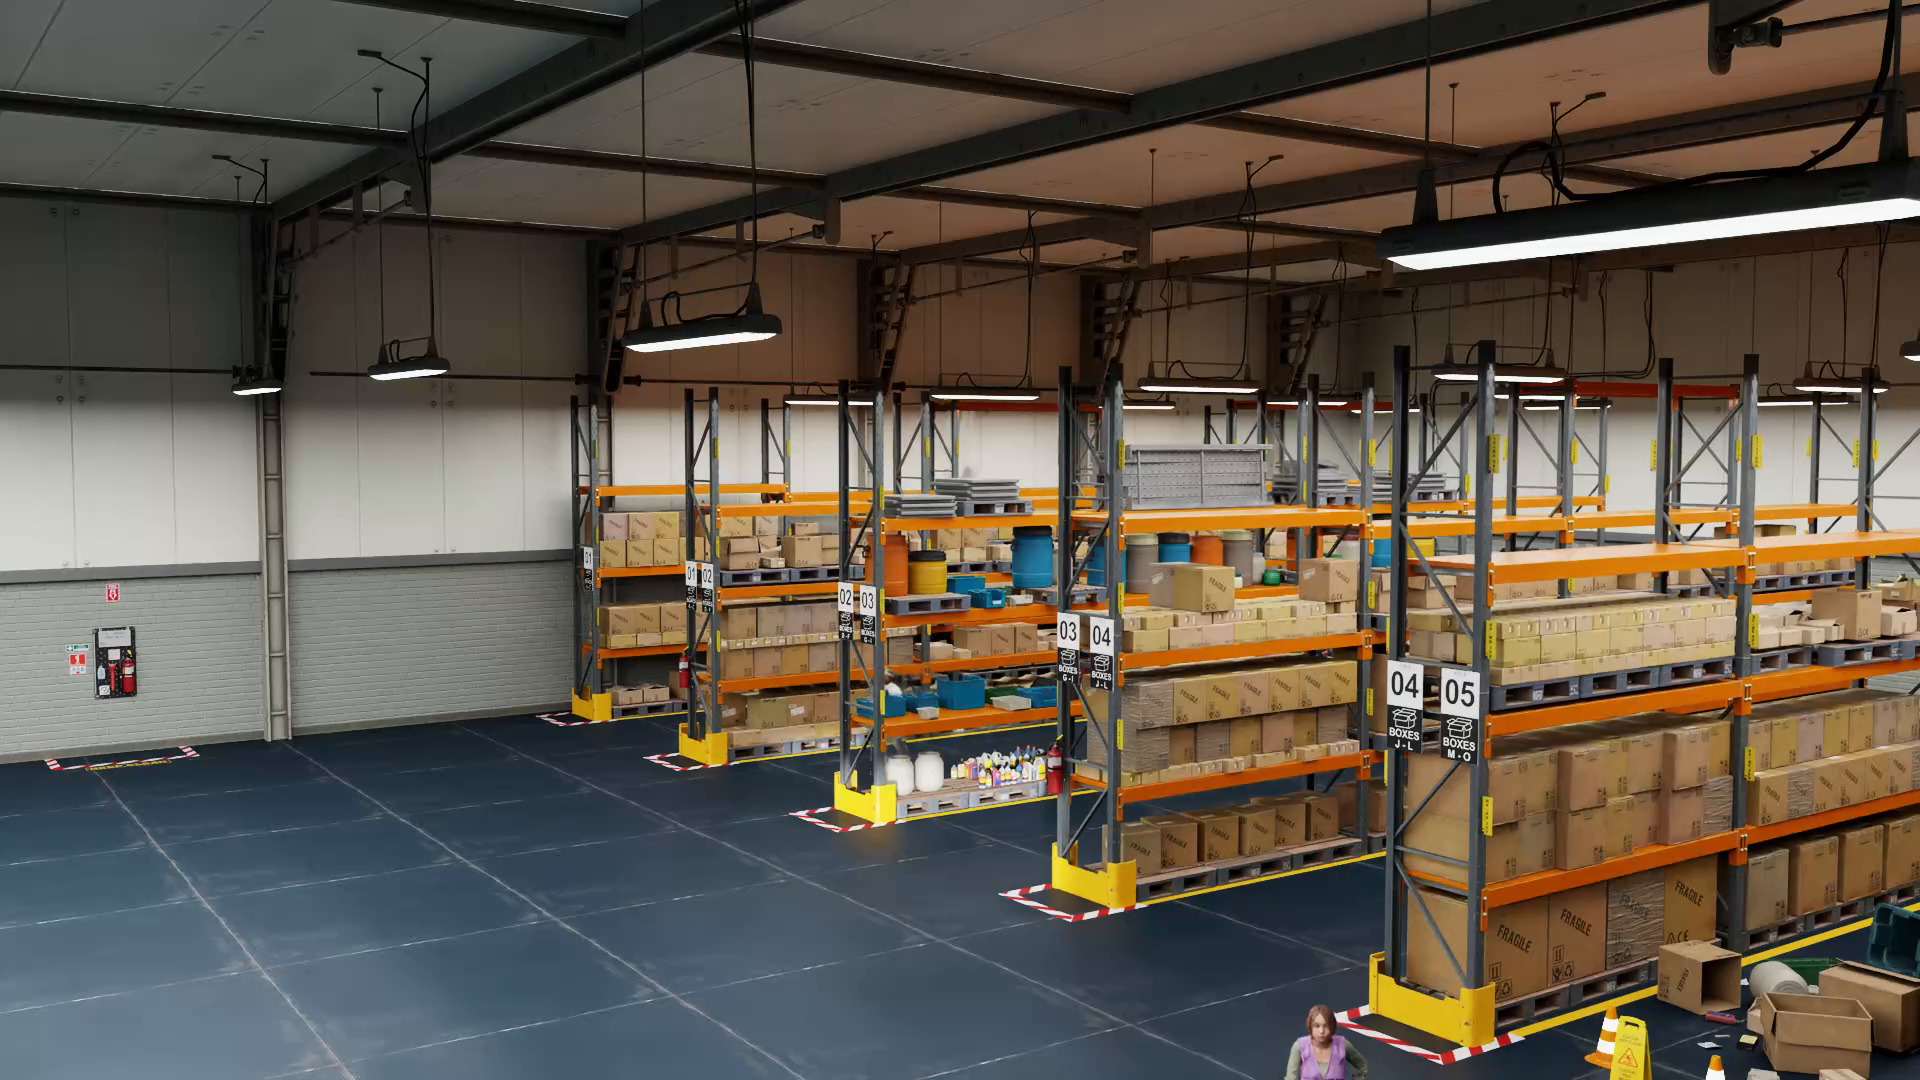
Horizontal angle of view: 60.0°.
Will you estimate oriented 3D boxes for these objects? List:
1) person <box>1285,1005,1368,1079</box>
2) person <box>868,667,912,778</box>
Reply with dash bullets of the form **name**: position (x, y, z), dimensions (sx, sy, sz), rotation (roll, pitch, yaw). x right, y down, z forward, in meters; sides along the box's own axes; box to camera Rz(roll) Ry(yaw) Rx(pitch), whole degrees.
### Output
- **person**: position (2.334, 3.739, 10.628), dimensions (0.516, 1.565, 0.603), rotation (1, 4, 14)
- **person**: position (-1.034, 2.797, 25.564), dimensions (0.787, 1.737, 0.555), rotation (-3, 5, -45)
